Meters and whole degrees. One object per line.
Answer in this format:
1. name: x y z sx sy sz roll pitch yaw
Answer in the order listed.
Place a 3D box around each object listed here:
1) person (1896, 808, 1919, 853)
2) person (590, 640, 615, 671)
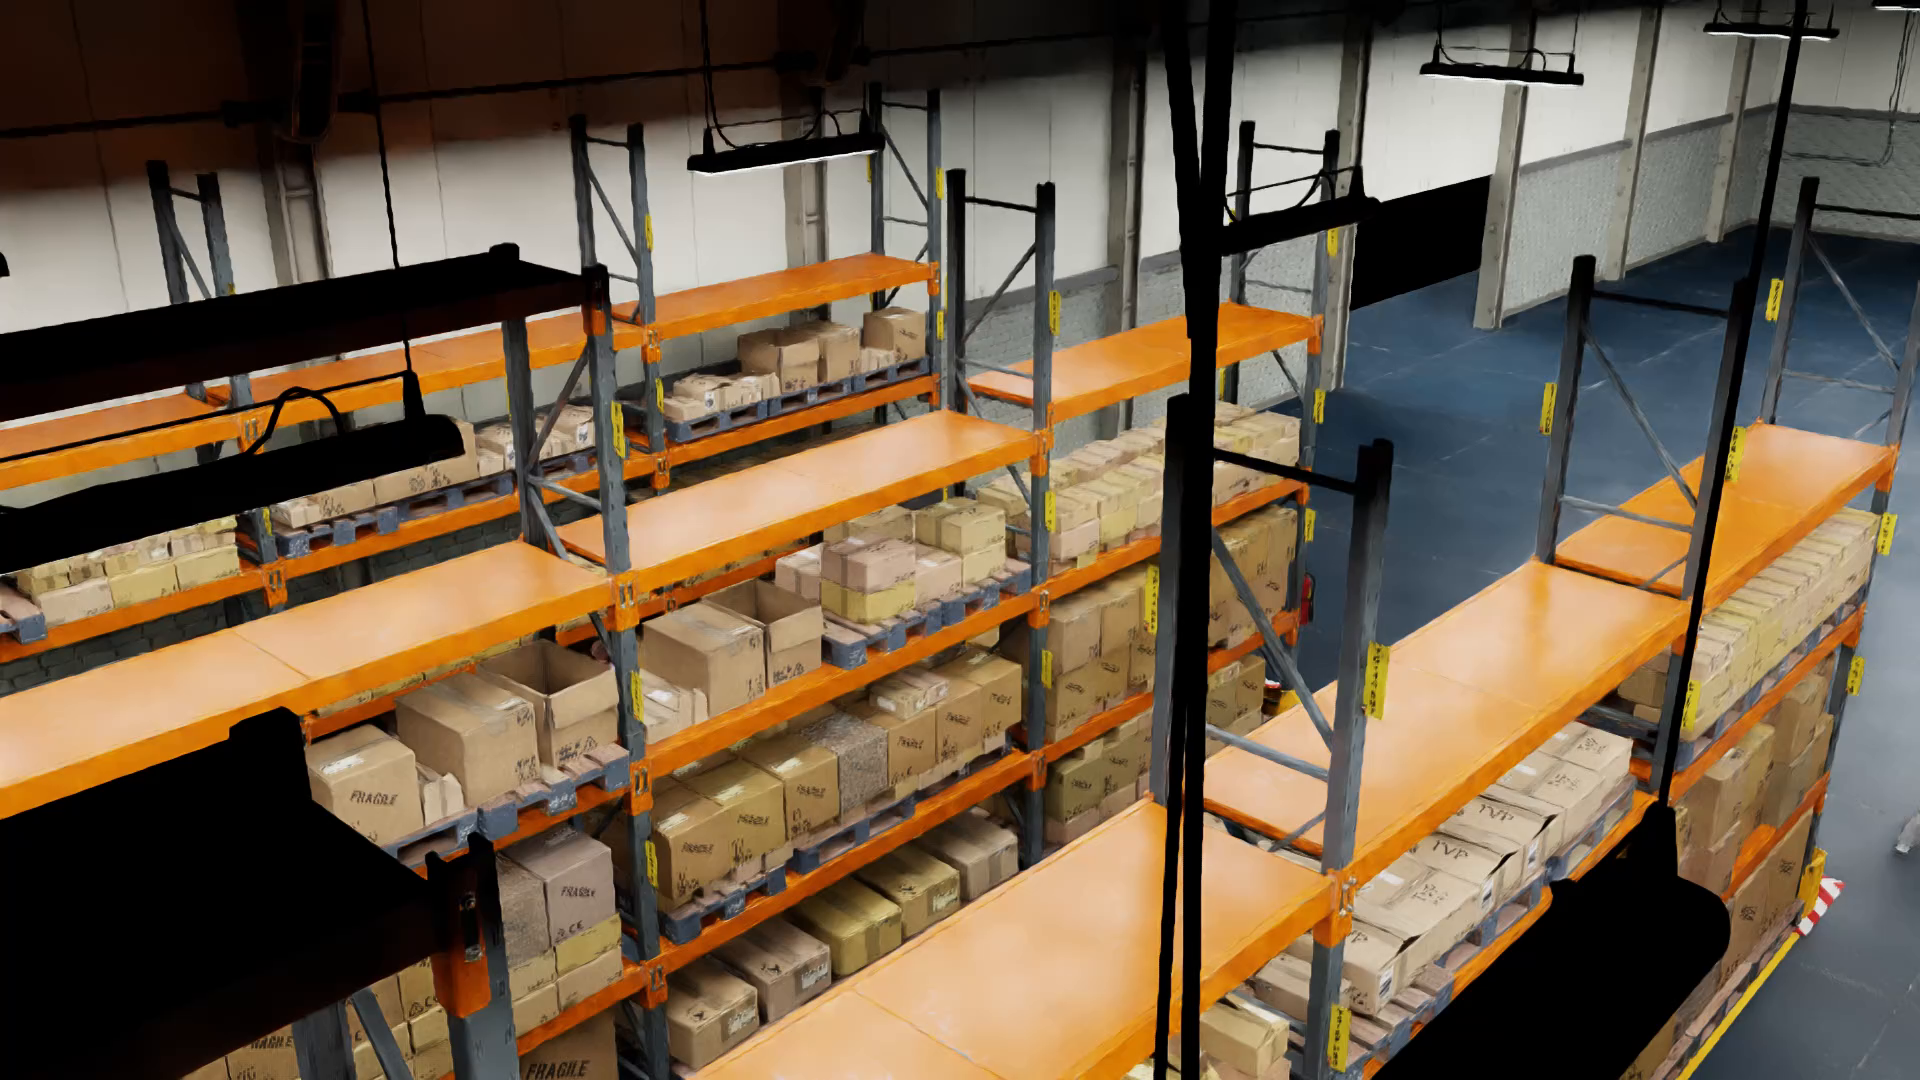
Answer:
1. person: 8.617 2.016 14.402 0.595 1.772 0.693 5 22 13
2. person: -3.293 1.662 15.500 0.535 1.588 0.532 -8 23 -20
